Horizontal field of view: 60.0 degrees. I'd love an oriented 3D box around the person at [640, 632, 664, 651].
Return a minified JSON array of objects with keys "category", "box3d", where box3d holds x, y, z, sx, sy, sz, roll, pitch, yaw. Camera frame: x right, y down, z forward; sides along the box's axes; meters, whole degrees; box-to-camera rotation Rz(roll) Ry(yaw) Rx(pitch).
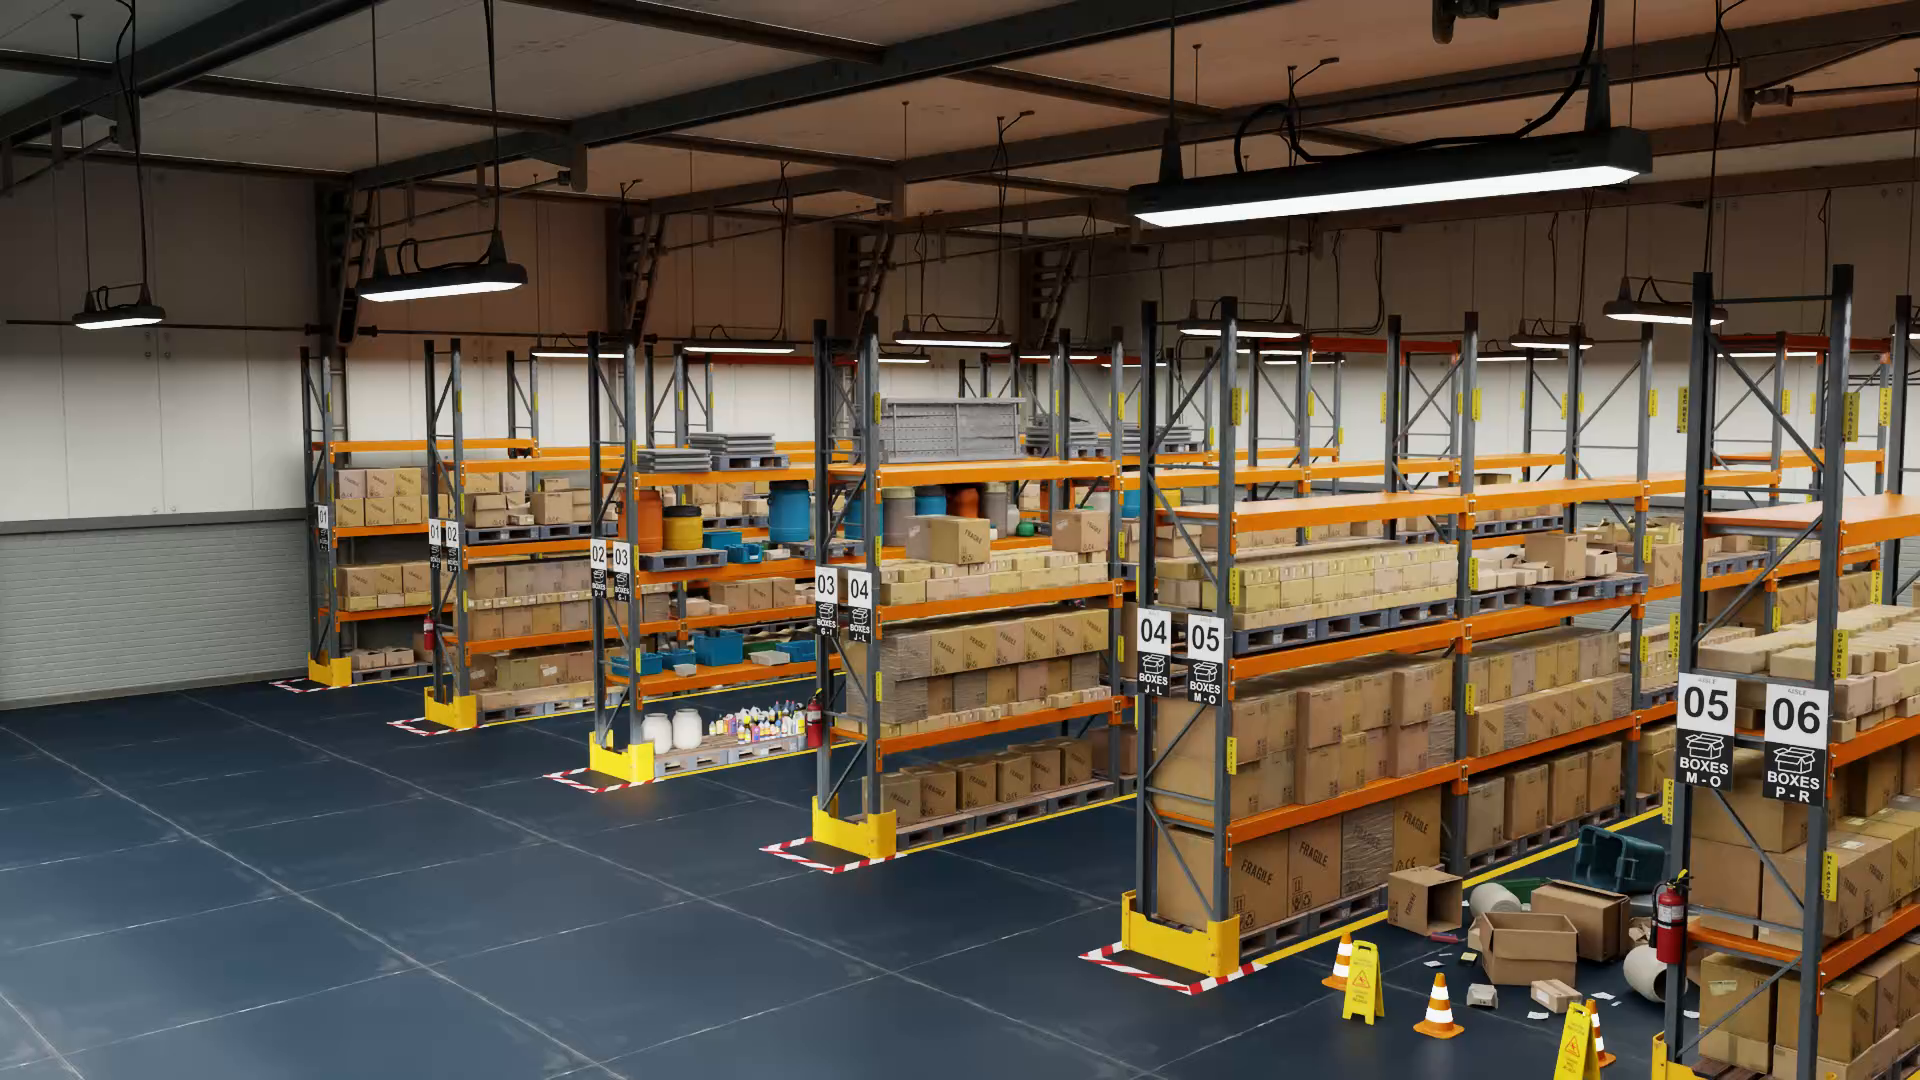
[{"category":"person","box3d":[-5.911,1.653,31.428,0.656,1.620,0.999,3,6,31]}]
